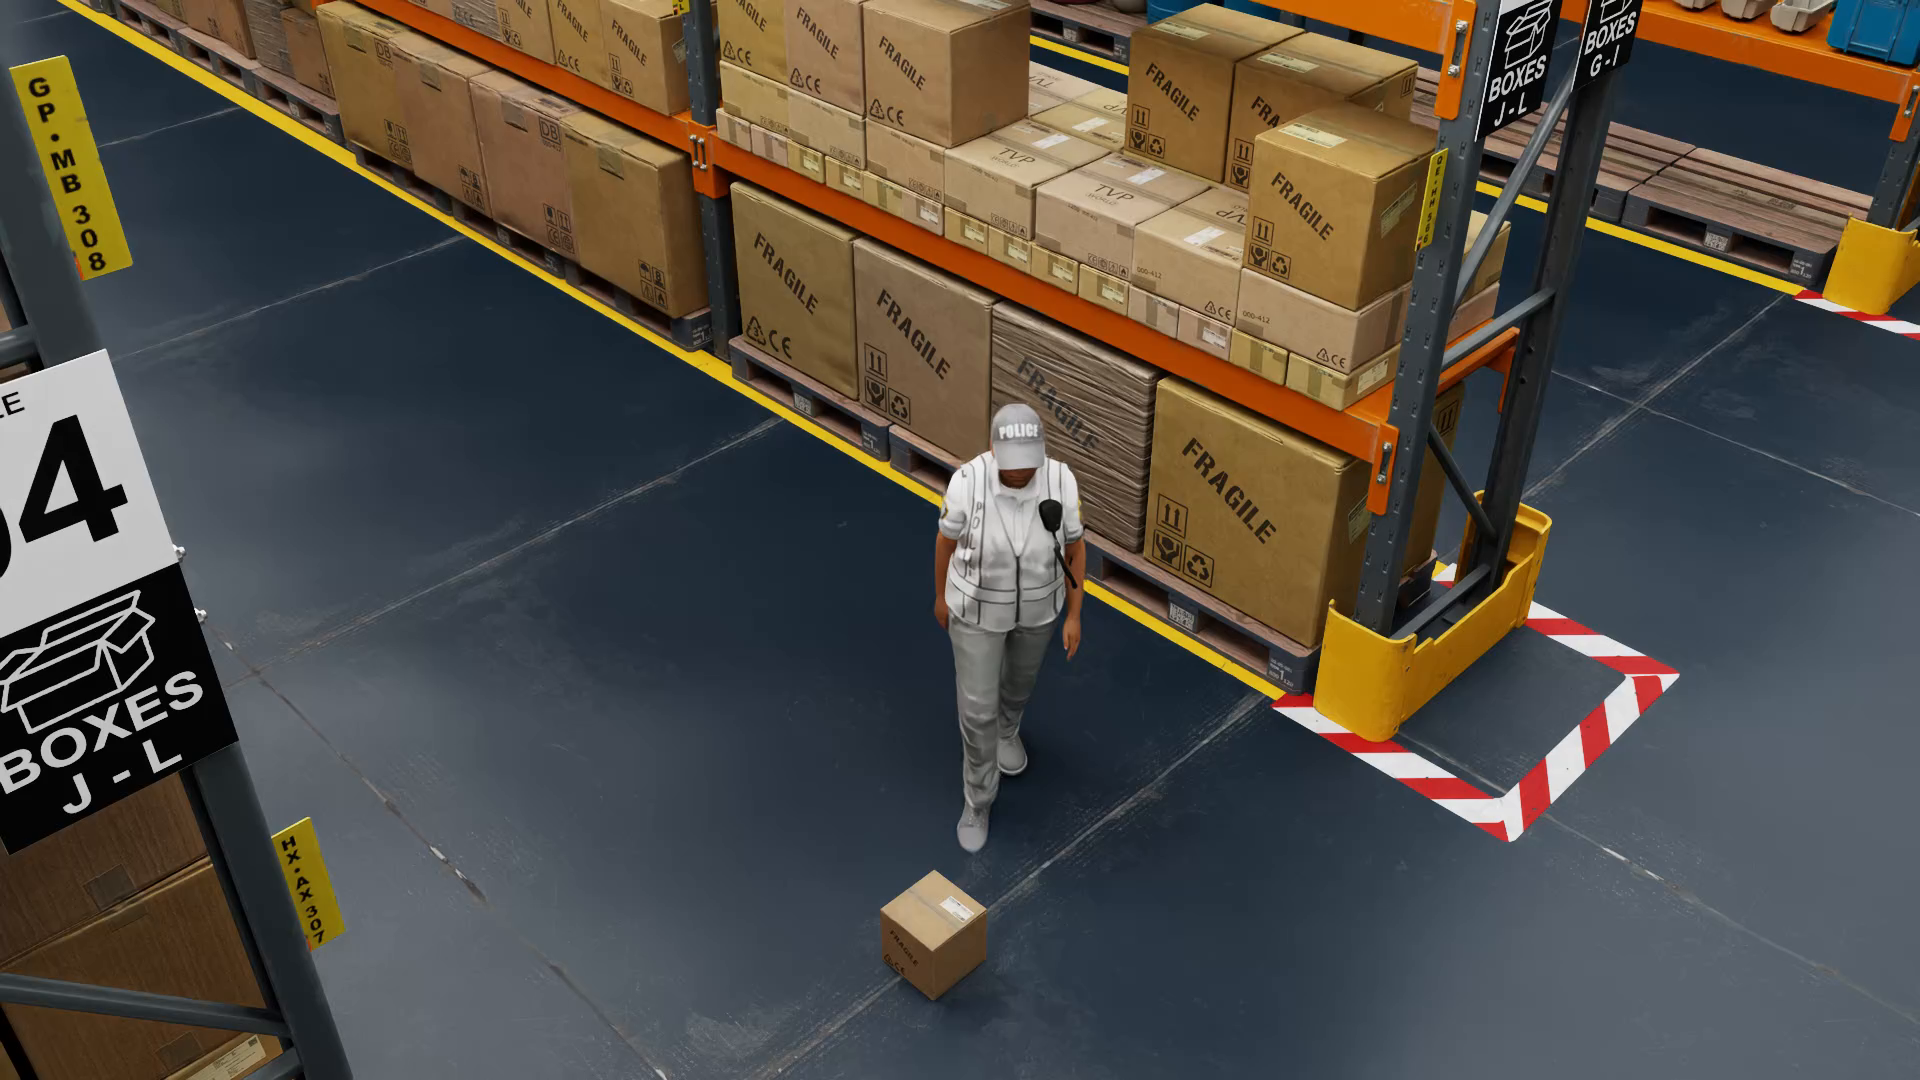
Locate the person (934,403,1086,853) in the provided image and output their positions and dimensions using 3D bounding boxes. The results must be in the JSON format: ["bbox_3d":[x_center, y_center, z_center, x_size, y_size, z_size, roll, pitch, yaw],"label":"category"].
[{"bbox_3d":[0.180,0.265,5.795,0.503,1.707,0.613,-8,36,-10],"label":"person"}]
